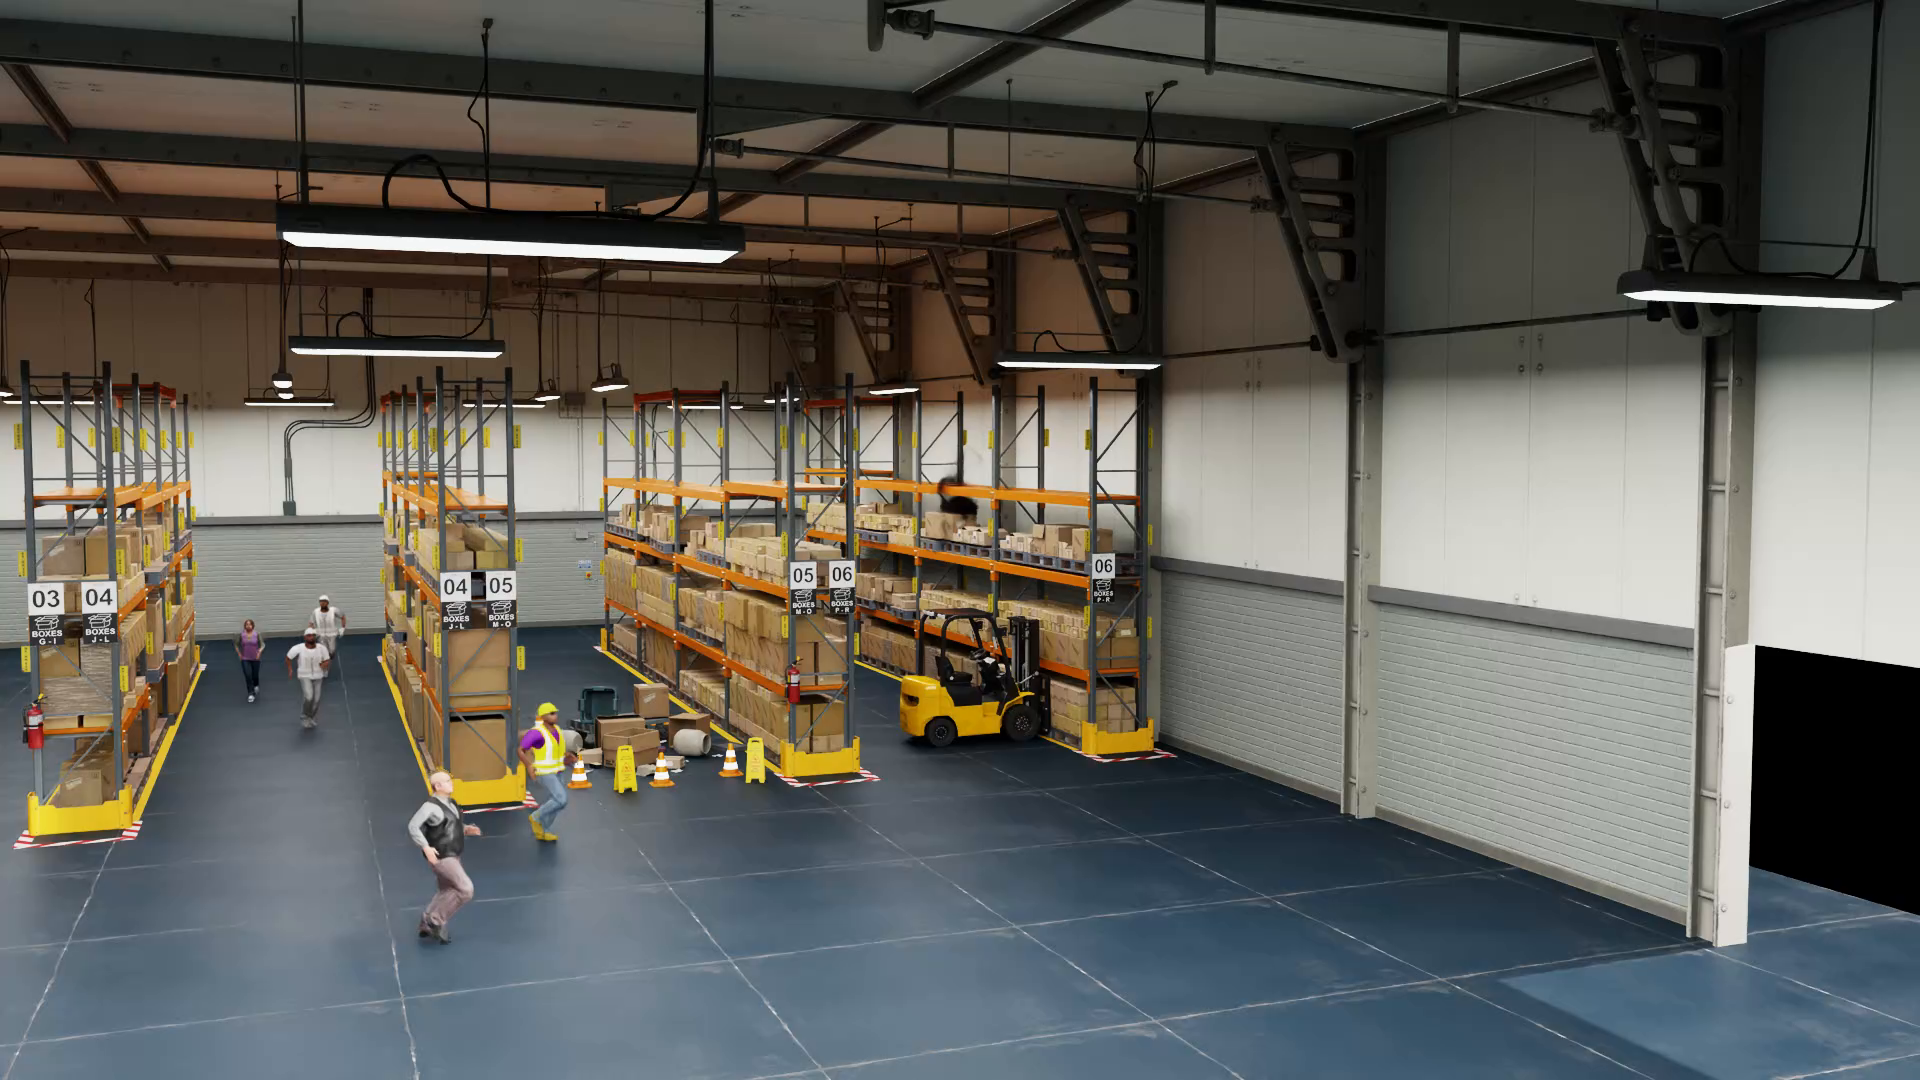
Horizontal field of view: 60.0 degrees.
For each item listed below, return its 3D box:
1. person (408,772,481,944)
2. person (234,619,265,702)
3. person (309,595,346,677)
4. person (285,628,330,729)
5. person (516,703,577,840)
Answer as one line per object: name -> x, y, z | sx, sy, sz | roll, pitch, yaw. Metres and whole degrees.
person -> -5.089, 3.149, 16.511 | 0.663, 1.689, 0.634 | 0, 3, 2
person -> -13.672, 2.305, 32.001 | 0.552, 1.572, 0.611 | -1, 4, -21
person -> -13.352, 2.031, 35.077 | 0.715, 1.738, 0.664 | -1, 4, -13
person -> -11.224, 2.391, 28.741 | 0.679, 1.743, 0.678 | -3, 4, -38
person -> -5.070, 2.888, 20.684 | 0.595, 1.722, 0.696 | 1, 4, 21
